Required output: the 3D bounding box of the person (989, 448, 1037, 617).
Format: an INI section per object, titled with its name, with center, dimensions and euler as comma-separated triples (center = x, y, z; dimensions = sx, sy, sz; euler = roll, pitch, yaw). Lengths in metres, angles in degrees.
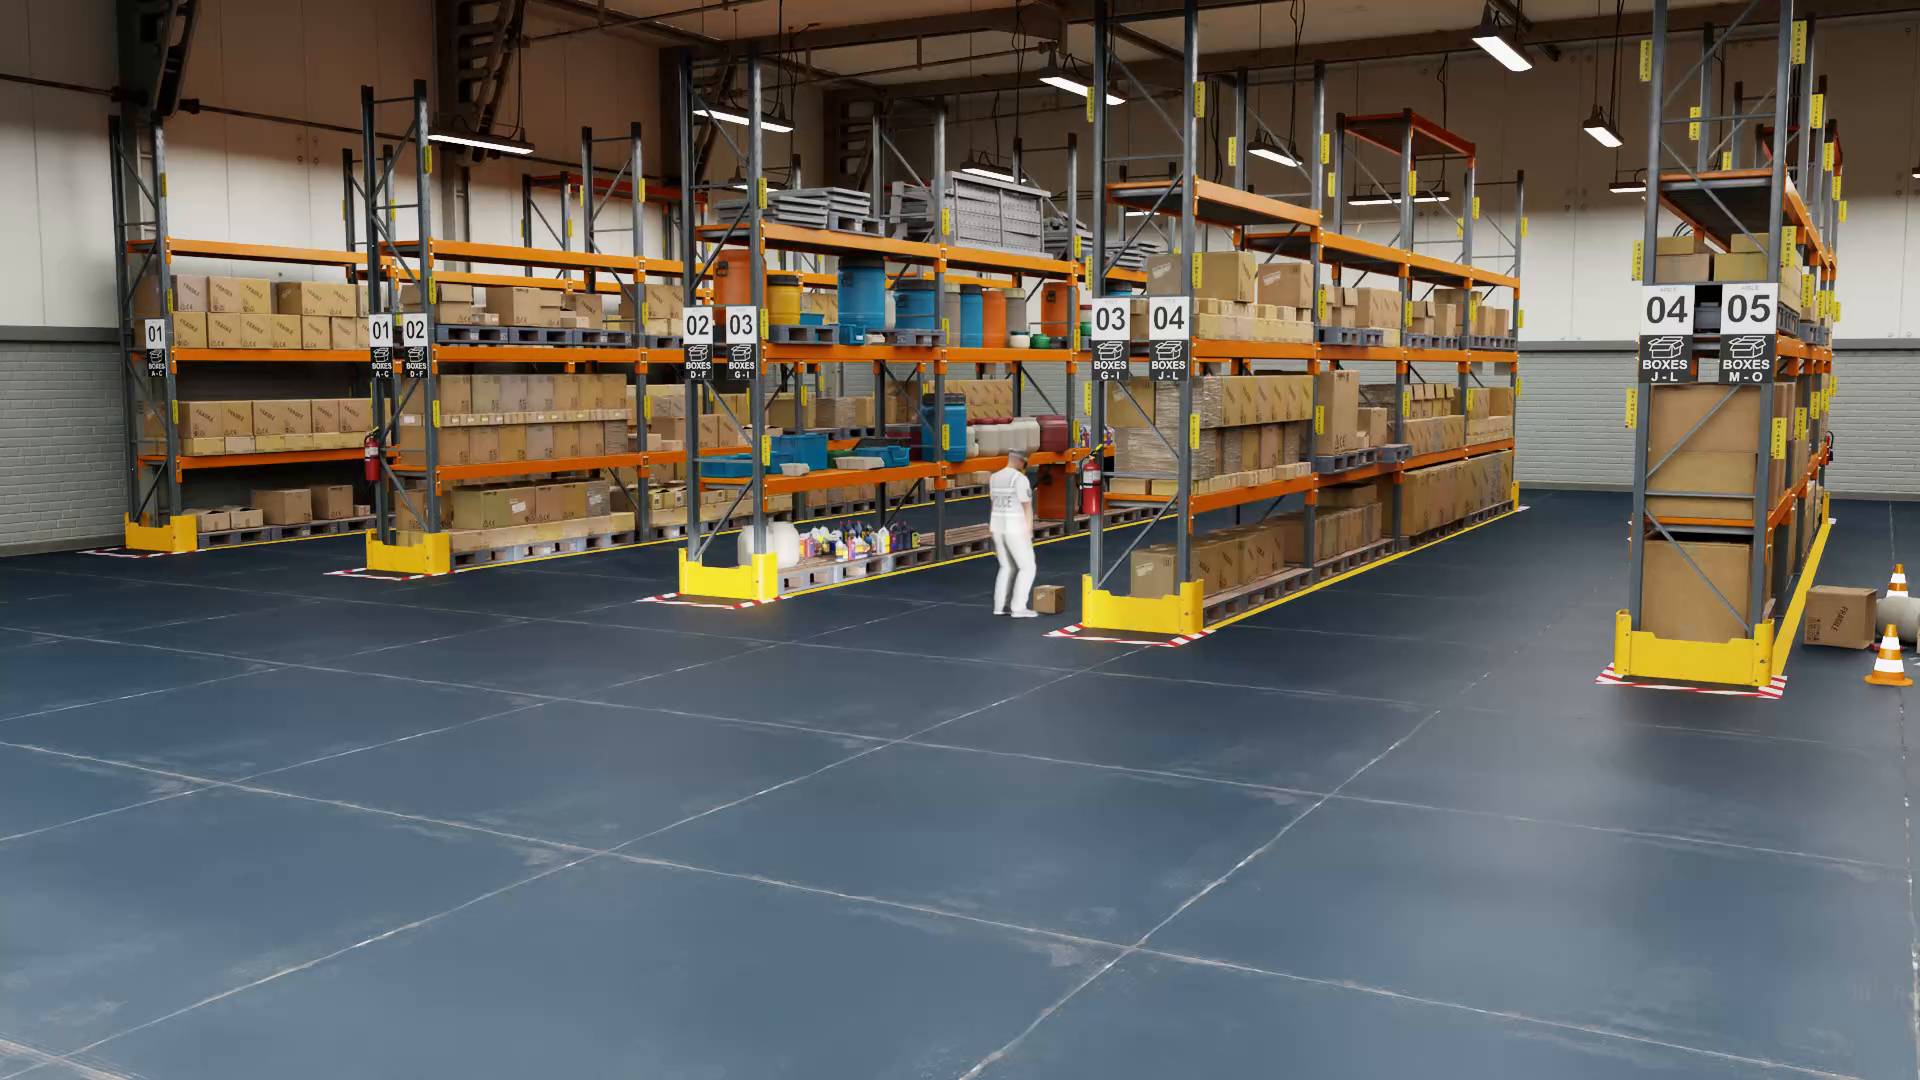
[person]
center = 0.531, -0.074, 17.021
dimensions = 0.440, 1.722, 0.547
euler = -5, 8, -40
